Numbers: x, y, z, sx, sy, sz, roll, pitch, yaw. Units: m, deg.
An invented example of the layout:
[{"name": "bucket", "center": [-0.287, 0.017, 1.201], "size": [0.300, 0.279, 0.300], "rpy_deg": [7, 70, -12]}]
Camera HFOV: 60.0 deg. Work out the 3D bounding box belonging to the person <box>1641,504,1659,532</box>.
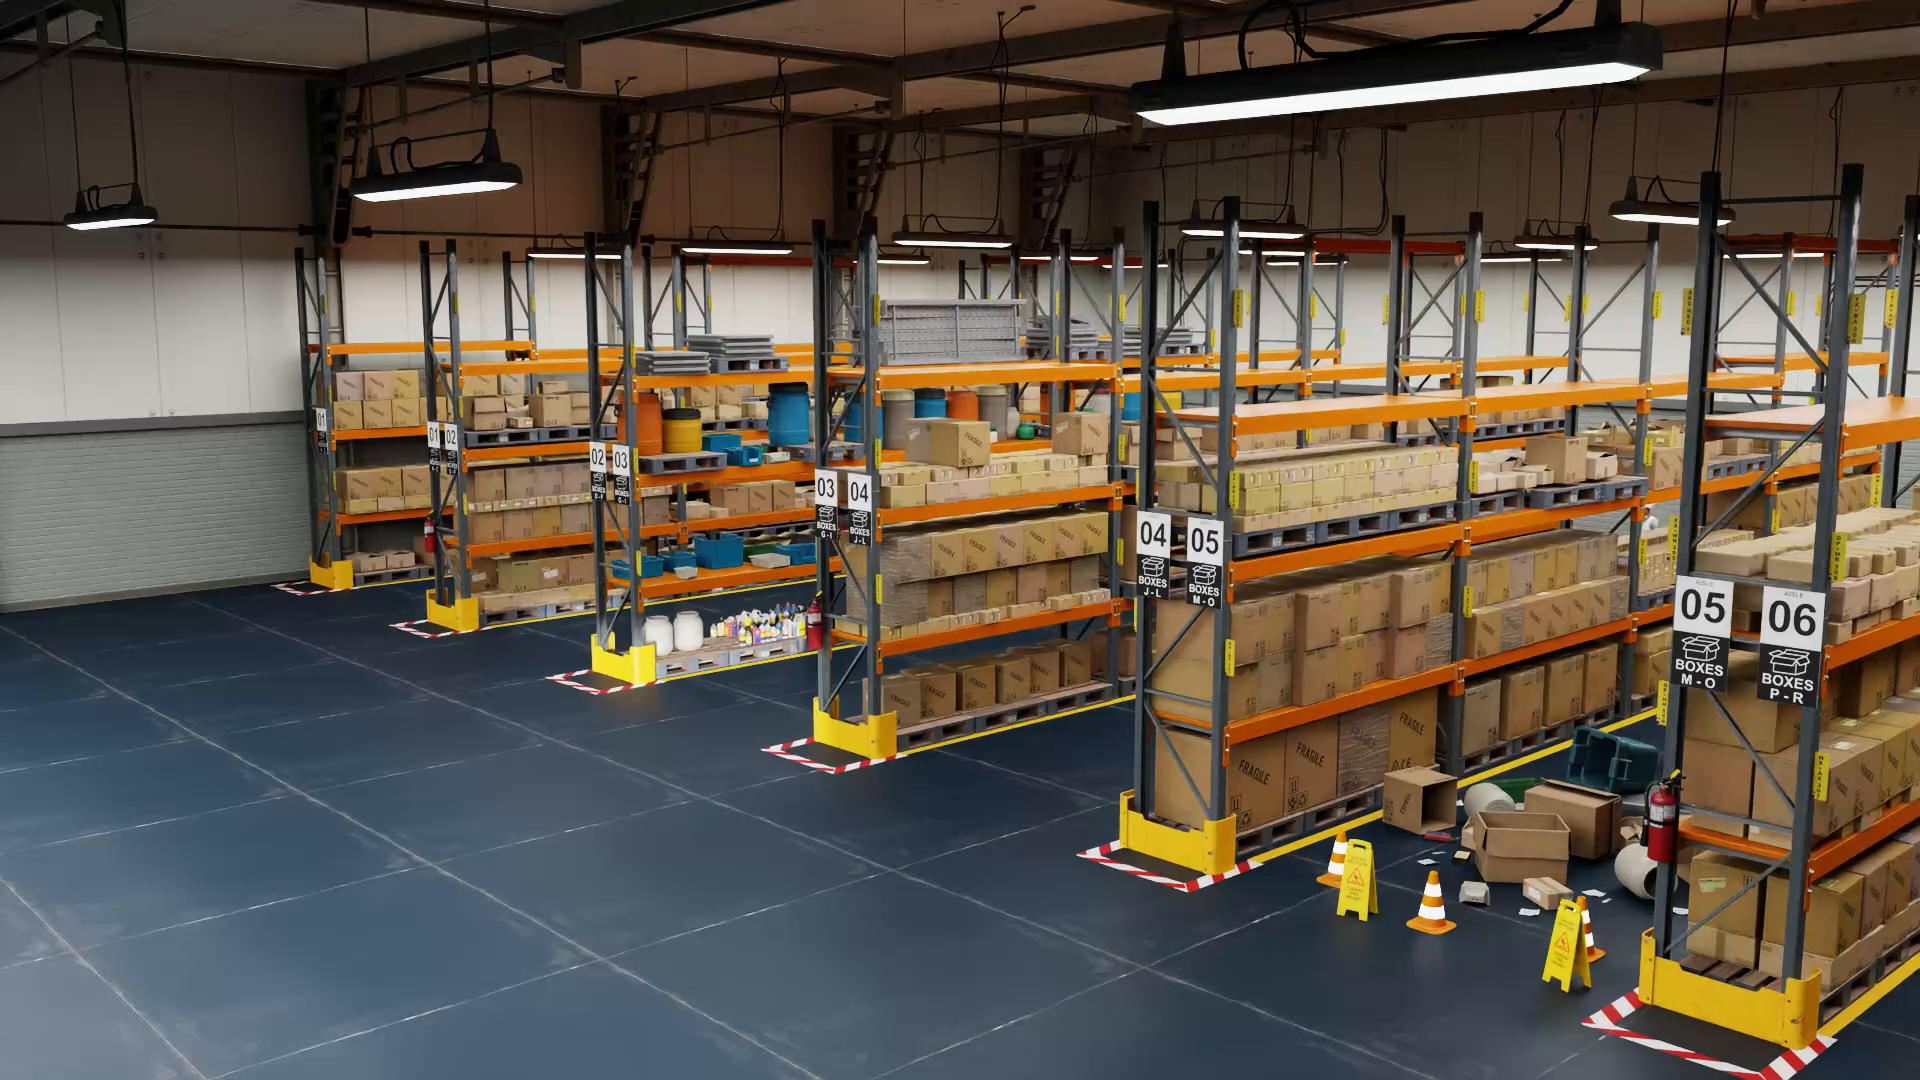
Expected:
[{"name": "person", "center": [11.688, 0.159, 28.372], "size": [0.524, 1.722, 1.066], "rpy_deg": [8, 11, 43]}]
